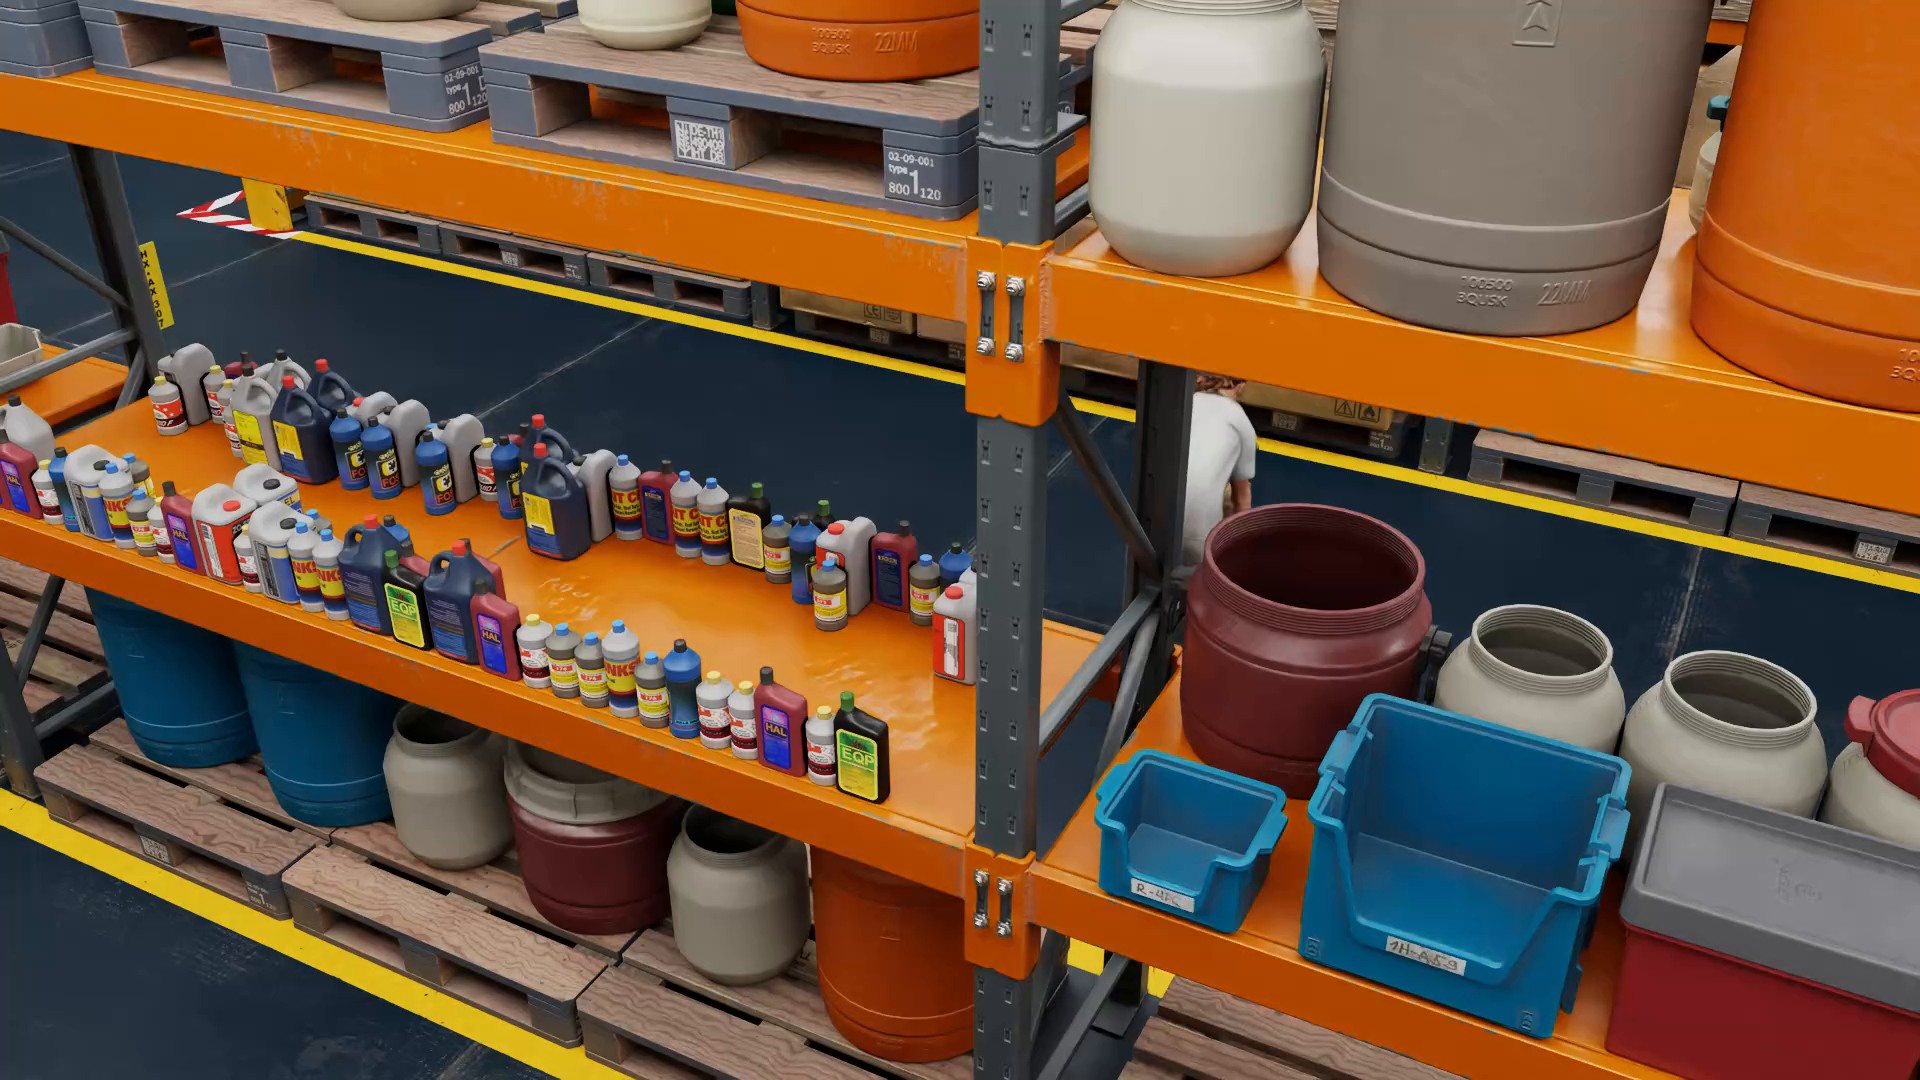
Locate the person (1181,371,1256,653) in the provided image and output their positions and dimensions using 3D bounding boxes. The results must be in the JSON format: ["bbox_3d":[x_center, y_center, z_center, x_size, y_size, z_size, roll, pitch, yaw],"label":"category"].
[{"bbox_3d":[0.930,-0.038,6.578,0.415,1.296,0.801,13,33,22],"label":"person"}]
